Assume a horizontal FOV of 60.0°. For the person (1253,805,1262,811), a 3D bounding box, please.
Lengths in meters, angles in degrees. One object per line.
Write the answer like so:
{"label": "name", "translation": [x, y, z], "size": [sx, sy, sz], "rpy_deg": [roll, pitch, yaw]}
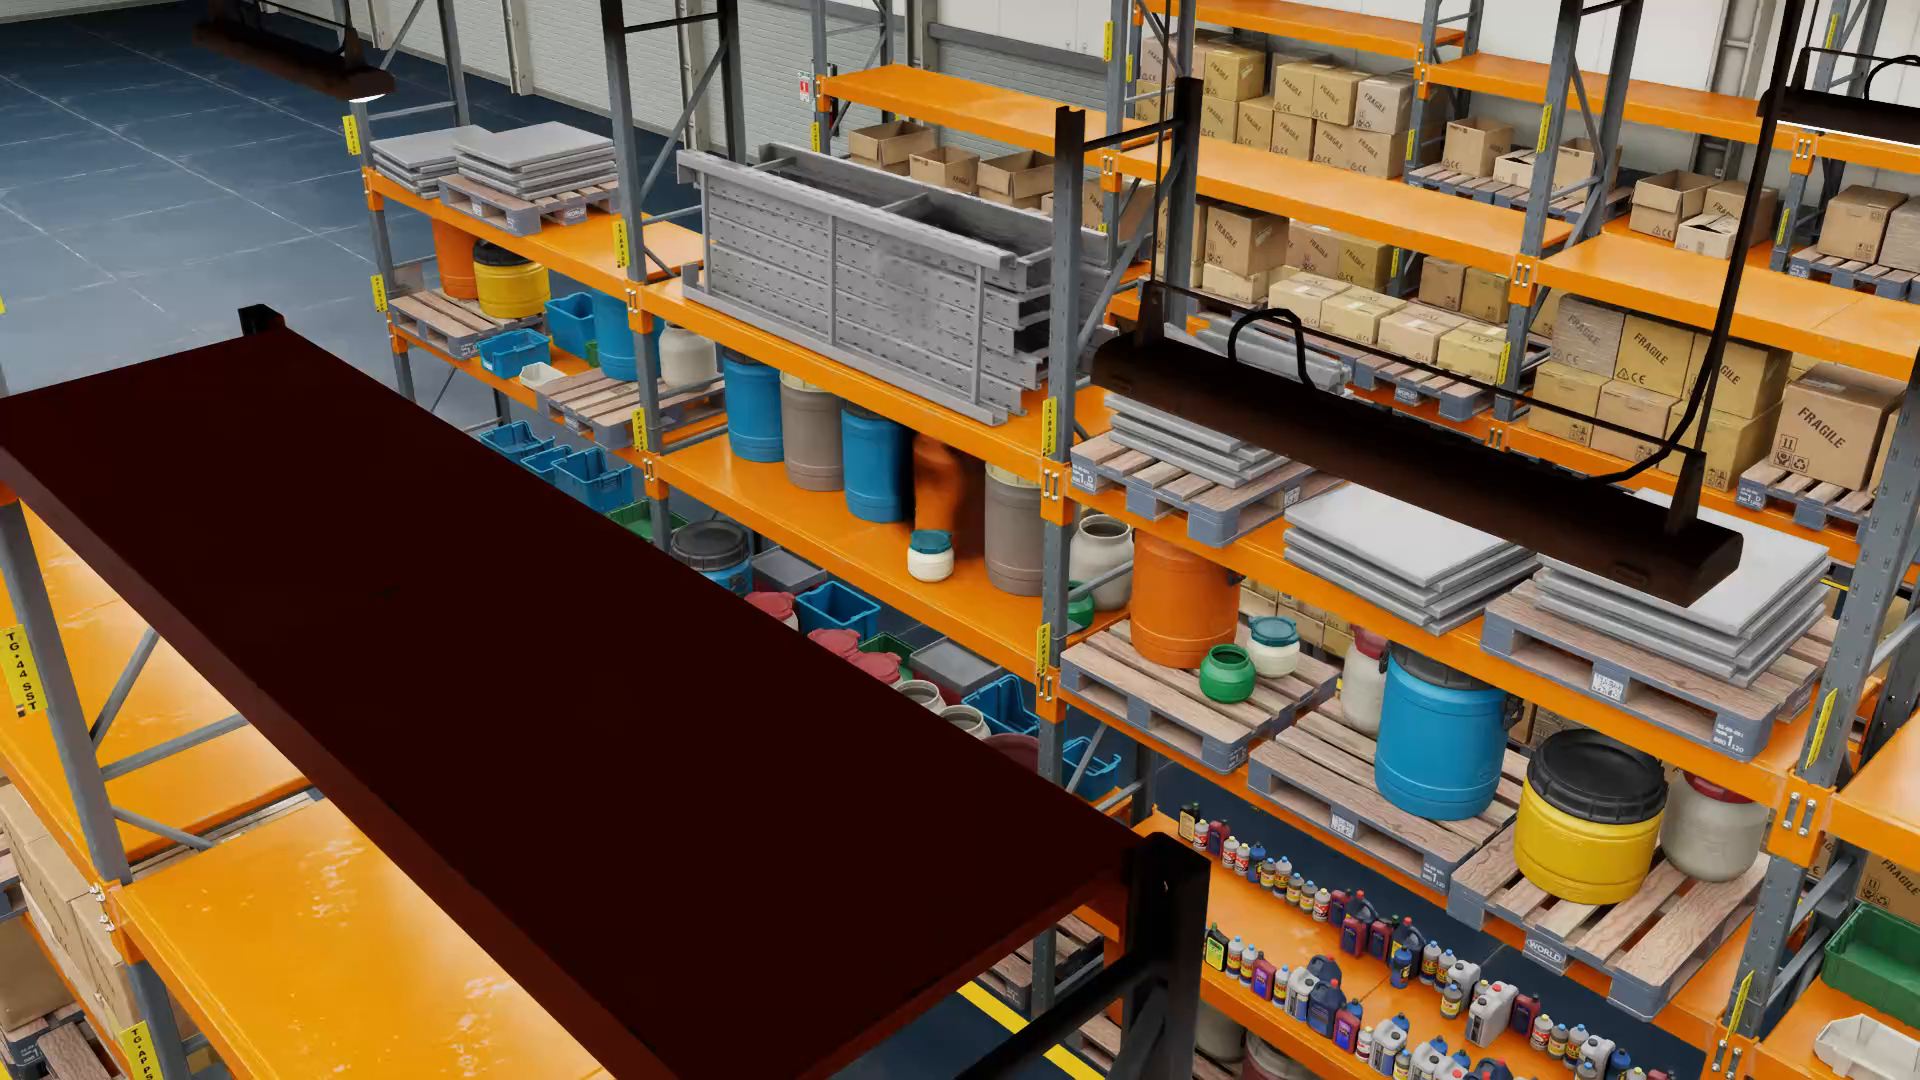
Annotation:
{"label": "person", "translation": [2.354, 1.347, 12.681], "size": [0.848, 1.563, 0.572], "rpy_deg": [15, 31, 25]}
